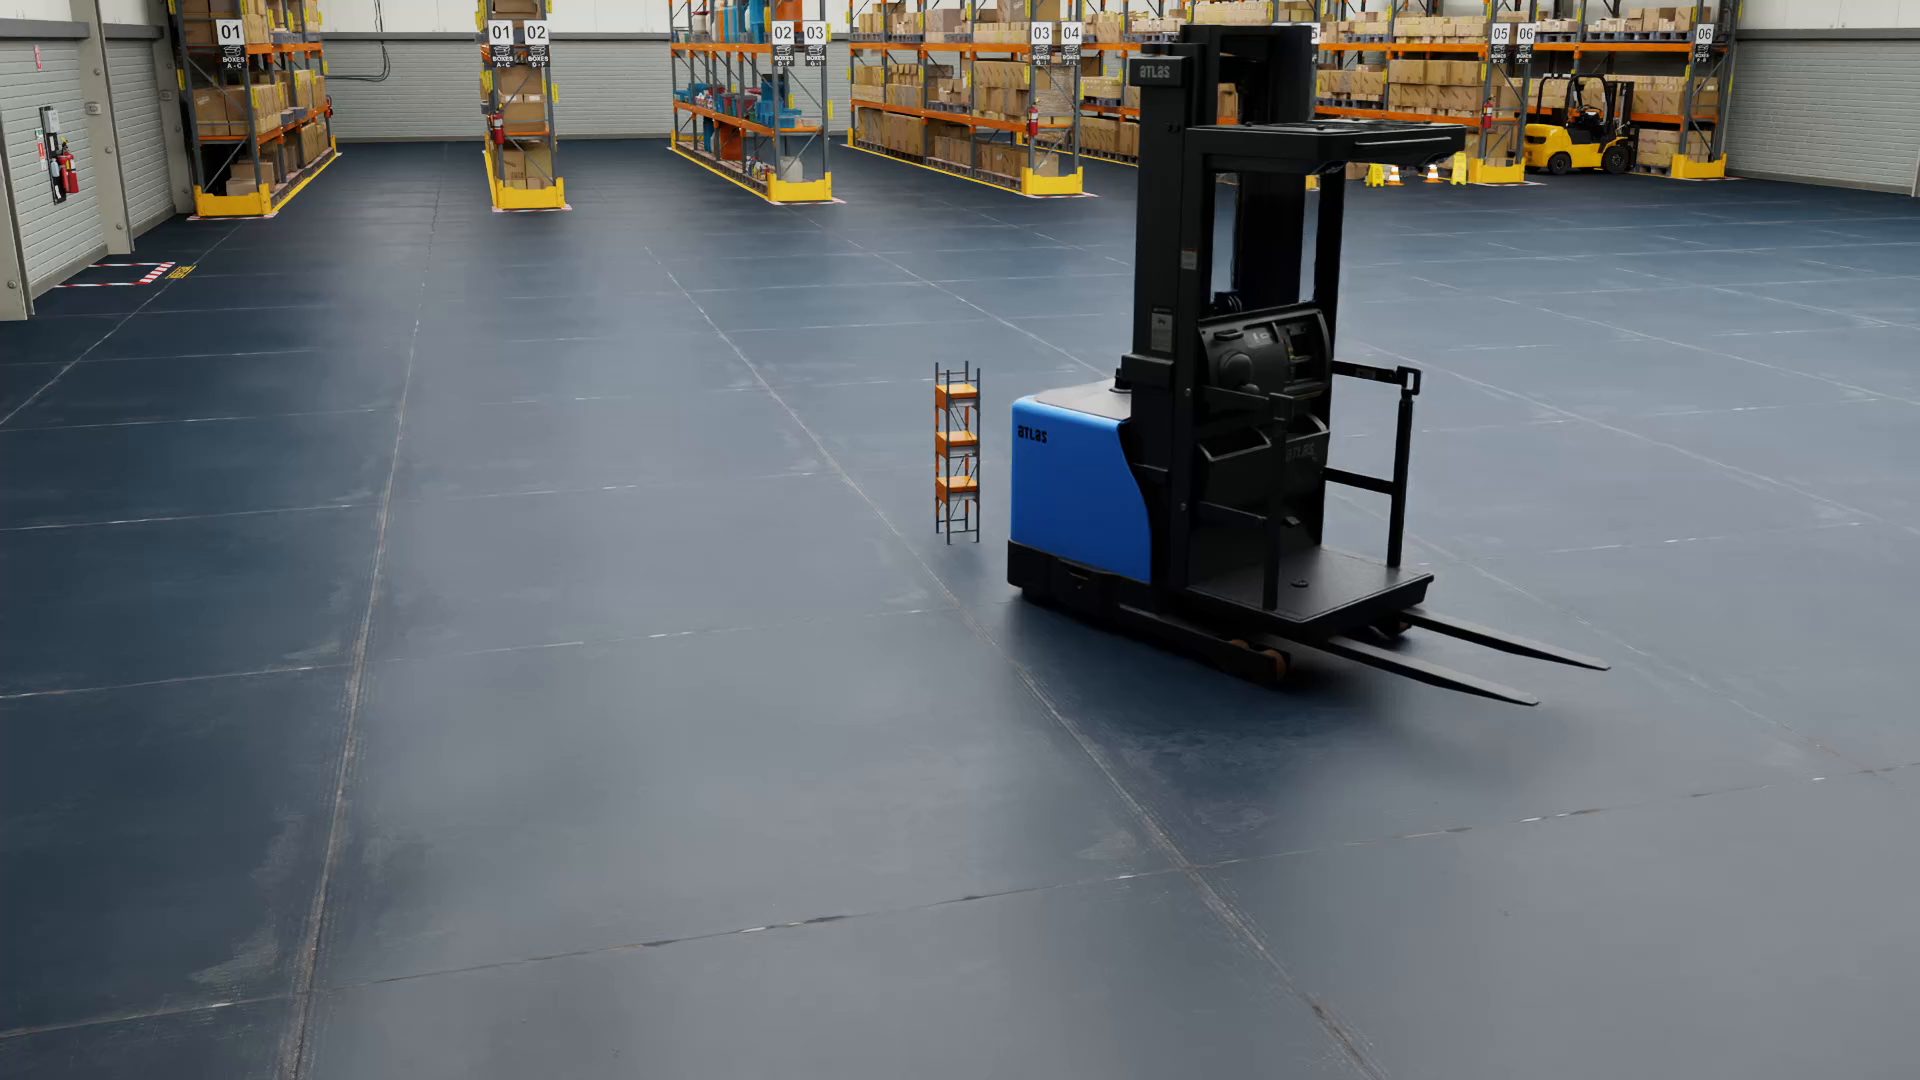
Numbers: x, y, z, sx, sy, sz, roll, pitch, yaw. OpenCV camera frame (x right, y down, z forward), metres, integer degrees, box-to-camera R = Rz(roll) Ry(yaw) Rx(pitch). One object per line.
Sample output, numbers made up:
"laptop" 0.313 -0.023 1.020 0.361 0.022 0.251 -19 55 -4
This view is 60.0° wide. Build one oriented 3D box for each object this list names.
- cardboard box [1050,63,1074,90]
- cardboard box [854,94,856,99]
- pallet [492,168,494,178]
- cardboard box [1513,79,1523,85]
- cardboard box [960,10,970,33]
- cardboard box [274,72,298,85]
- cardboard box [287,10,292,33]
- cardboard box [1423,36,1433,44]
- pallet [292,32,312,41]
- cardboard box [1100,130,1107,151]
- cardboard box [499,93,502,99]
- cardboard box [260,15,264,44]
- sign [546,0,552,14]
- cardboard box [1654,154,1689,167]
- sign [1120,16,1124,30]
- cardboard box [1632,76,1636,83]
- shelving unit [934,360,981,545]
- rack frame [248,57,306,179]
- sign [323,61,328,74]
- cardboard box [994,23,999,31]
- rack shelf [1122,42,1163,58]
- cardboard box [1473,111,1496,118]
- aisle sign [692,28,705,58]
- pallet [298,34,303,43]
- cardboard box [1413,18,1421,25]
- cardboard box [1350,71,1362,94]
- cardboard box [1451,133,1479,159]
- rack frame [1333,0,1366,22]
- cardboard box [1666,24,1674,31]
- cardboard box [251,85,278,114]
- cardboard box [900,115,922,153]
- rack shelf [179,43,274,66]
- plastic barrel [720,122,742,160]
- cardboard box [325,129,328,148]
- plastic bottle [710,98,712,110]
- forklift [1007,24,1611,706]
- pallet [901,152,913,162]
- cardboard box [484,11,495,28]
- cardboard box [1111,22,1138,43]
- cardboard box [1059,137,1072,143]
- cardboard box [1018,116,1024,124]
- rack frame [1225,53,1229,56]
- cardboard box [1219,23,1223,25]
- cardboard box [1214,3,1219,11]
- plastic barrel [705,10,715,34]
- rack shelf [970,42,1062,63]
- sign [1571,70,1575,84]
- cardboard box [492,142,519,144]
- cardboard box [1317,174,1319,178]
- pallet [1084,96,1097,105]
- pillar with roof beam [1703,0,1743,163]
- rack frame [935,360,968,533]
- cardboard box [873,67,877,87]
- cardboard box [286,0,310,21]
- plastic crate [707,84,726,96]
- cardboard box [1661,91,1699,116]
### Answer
"cardboard box" 1.928 -9.046 32.423 0.500 0.500 0.500 -5 17 -15
"cardboard box" -2.727 -12.313 46.166 0.380 0.149 0.250 -5 17 -16
"pallet" -9.718 -8.067 36.441 1.003 0.211 1.213 -5 17 -15
"cardboard box" 14.088 -11.483 41.666 0.380 0.149 0.250 -4 17 -14
"cardboard box" 0.424 -11.395 36.548 0.797 0.503 0.637 -4 17 -13
"cardboard box" -14.554 -9.954 35.846 0.500 0.250 0.500 -4 17 -14
"cardboard box" -15.417 -11.641 37.340 0.700 0.500 0.500 -5 17 -16
"cardboard box" 10.366 -10.940 36.380 0.380 0.149 0.250 -5 17 -16
"pallet" -15.983 -11.968 39.522 1.003 0.211 1.213 -5 17 -15
"cardboard box" 3.844 -10.089 41.940 0.500 0.500 0.500 -4 17 -13
"cardboard box" -8.140 -8.013 30.112 0.380 0.149 0.250 -5 17 -16
"cardboard box" -13.066 -9.367 30.500 0.500 0.500 0.500 -6 18 -20
"sign" -7.173 -9.356 29.013 0.100 0.325 0.005 -5 17 -15
"cardboard box" 15.685 -8.369 36.648 0.500 0.250 0.500 -5 17 -15
"sign" 3.893 -12.422 39.978 0.100 0.325 0.005 -5 17 -15
"cardboard box" 15.389 -10.387 37.498 0.380 0.149 0.250 -4 17 -14
"shelving unit" -0.015 -0.518 9.850 0.215 1.050 0.252 -5 17 -15
"rack frame" -14.669 -9.241 35.501 1.000 3.000 0.127 -5 17 -15
"sign" -16.342 -12.161 42.797 0.100 0.325 0.005 -5 17 -15
"cardboard box" 0.906 -10.393 33.690 0.380 0.149 0.250 -5 17 -16
"rack shelf" 4.965 -11.319 38.455 1.077 0.370 4.000 -5 17 -15
"cardboard box" 11.037 -8.952 34.978 0.380 0.149 0.250 -4 17 -13
"aisle sign" -7.080 -13.525 45.245 0.394 0.787 0.004 -5 17 -15
"pallet" -15.469 -11.442 37.949 0.805 0.209 1.217 -5 18 -17
"cardboard box" 10.229 -11.460 36.725 0.380 0.149 0.250 -5 17 -16
"cardboard box" 9.626 -10.874 39.518 0.500 0.500 0.500 -4 17 -13
"cardboard box" 10.875 -8.431 35.550 0.500 0.500 0.500 -5 17 -15
"rack frame" 11.720 -16.679 49.834 1.000 3.000 0.127 -5 17 -15
"cardboard box" 15.598 -11.150 36.176 0.380 0.149 0.250 -5 17 -17
"cardboard box" -13.000 -8.187 30.916 0.500 0.500 0.500 -5 17 -16
"cardboard box" -0.788 -10.039 41.121 1.225 0.875 0.875 -5 17 -15
"rack shelf" -13.020 -8.673 29.648 1.077 0.370 4.000 -5 17 -15
"plastic barrel" -5.294 -9.320 38.806 0.600 0.830 0.708 -5 17 -15
"cardboard box" -16.579 -10.272 42.549 0.700 0.500 0.500 -5 17 -15
"plastic bottle" -5.796 -10.192 38.890 0.097 0.271 0.097 0 17 0
"forklift" 1.612 -0.893 7.831 1.130 2.935 3.031 -15 22 -40
"pallet" -0.857 -9.641 41.681 1.003 0.211 1.213 -5 17 -15
"cardboard box" -8.431 -9.534 30.445 0.500 0.311 0.500 -3 17 -9
"cardboard box" 4.014 -12.402 40.638 0.500 0.500 0.500 -5 17 -15
"cardboard box" 2.881 -10.803 44.929 0.380 0.149 0.250 -4 17 -15
"cardboard box" 1.354 -8.279 32.737 0.380 0.149 0.250 -5 17 -15
"rack frame" 5.515 -9.673 36.941 1.000 3.000 0.127 -5 17 -15
"cardboard box" 5.640 -10.759 34.874 0.380 0.149 0.250 -5 17 -15
"cardboard box" 5.570 -11.211 34.993 0.380 0.149 0.250 -5 17 -15
"plastic barrel" -5.775 -12.205 39.190 0.433 0.535 0.433 0 17 0
"rack shelf" 1.268 -9.848 33.559 1.077 0.370 4.000 -5 17 -15
"sign" 14.499 -10.957 39.340 0.100 0.325 0.005 -5 17 -15
"cardboard box" -8.836 -7.480 32.384 0.500 0.500 0.500 -5 17 -15
"cardboard box" 7.758 -8.034 36.236 0.396 0.266 0.258 -2 17 -6
"pallet" 3.832 -11.232 42.464 1.003 0.211 1.213 -5 17 -15
"pillar with roof beam" 12.653 -12.176 34.846 9.100 9.000 0.400 -5 17 -15
"rack frame" -0.048 -0.551 9.963 0.200 1.050 0.008 -5 17 -15
"cardboard box" -1.997 -12.197 43.782 0.500 0.500 0.500 -5 17 -15
"cardboard box" -15.694 -12.539 39.322 0.500 0.500 0.500 -5 17 -16
"plastic crate" -6.247 -11.457 42.662 0.402 0.464 0.583 -5 17 -15
"cardboard box" 15.730 -9.543 36.333 0.500 0.500 0.500 -5 17 -16
